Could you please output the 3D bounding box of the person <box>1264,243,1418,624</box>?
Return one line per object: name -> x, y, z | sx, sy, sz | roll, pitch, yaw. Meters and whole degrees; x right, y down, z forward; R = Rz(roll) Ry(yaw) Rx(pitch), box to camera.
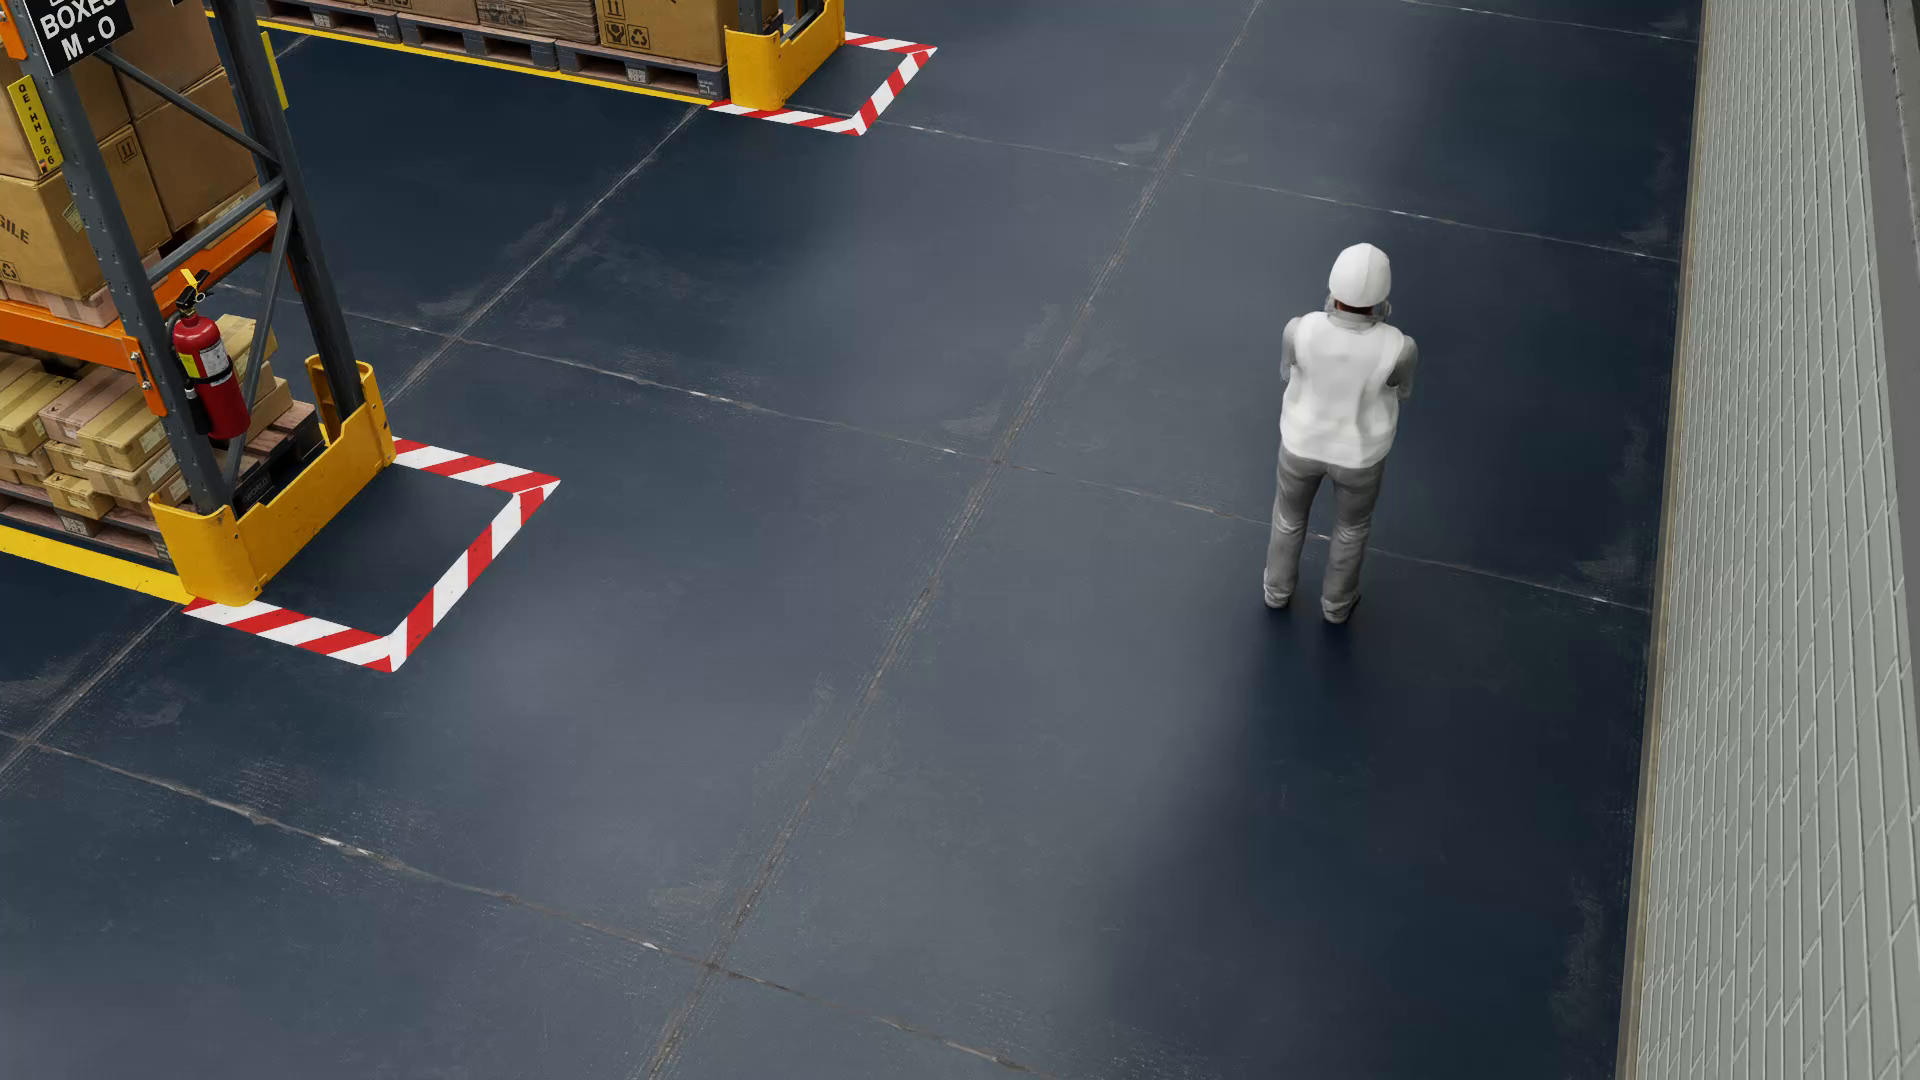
person -> 1.512, -0.457, 6.658 | 0.512, 1.775, 0.542 | 13, 43, 15
